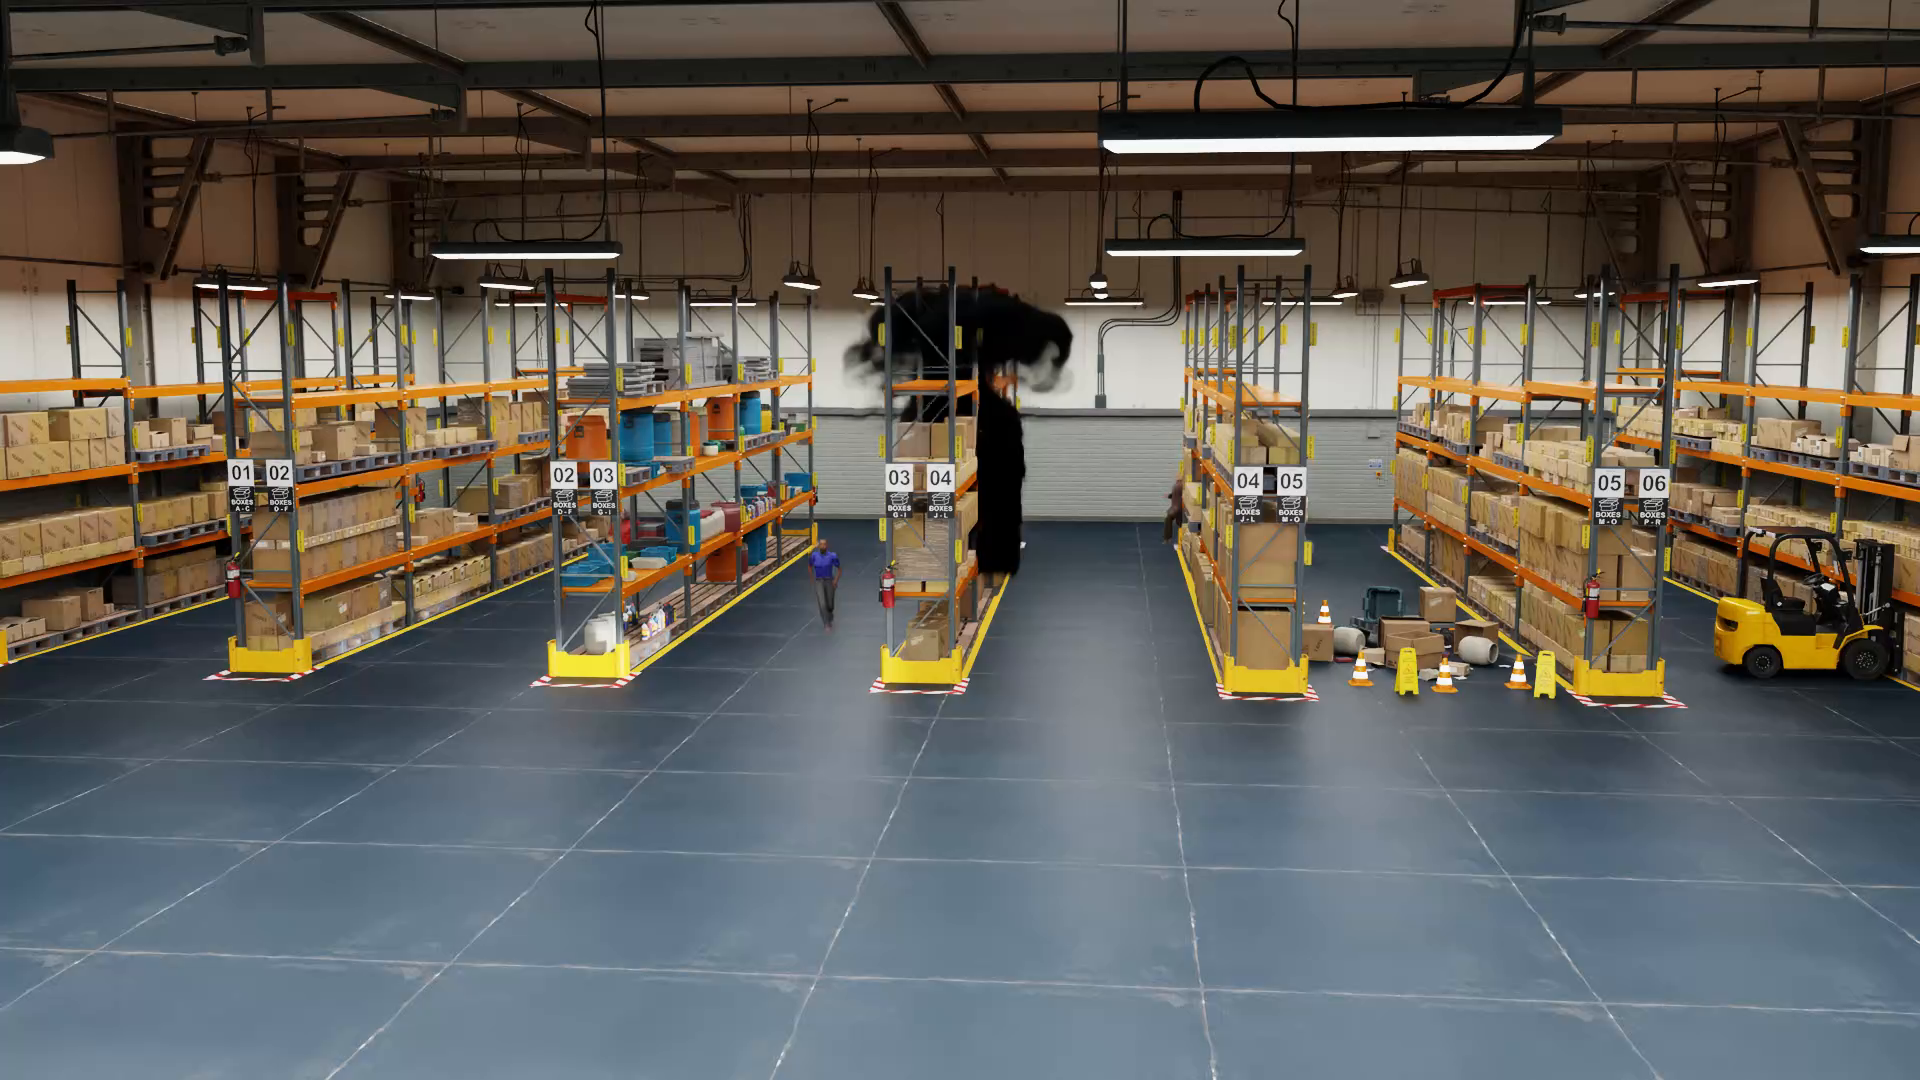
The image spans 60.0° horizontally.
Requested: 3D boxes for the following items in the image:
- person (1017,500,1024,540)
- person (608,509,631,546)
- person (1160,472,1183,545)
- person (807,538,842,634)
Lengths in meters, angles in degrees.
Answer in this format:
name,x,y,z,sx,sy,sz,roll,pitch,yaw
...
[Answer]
name,x,y,z,sx,sy,sz,roll,pitch,yaw
person,1.229,-0.852,41.321,0.690,1.740,0.668,4,8,31
person,-6.552,0.236,32.402,0.678,1.692,0.917,1,7,8
person,5.286,-0.751,40.394,0.899,1.827,0.739,0,7,-2
person,-2.335,0.762,28.473,0.575,1.627,0.690,0,7,0
